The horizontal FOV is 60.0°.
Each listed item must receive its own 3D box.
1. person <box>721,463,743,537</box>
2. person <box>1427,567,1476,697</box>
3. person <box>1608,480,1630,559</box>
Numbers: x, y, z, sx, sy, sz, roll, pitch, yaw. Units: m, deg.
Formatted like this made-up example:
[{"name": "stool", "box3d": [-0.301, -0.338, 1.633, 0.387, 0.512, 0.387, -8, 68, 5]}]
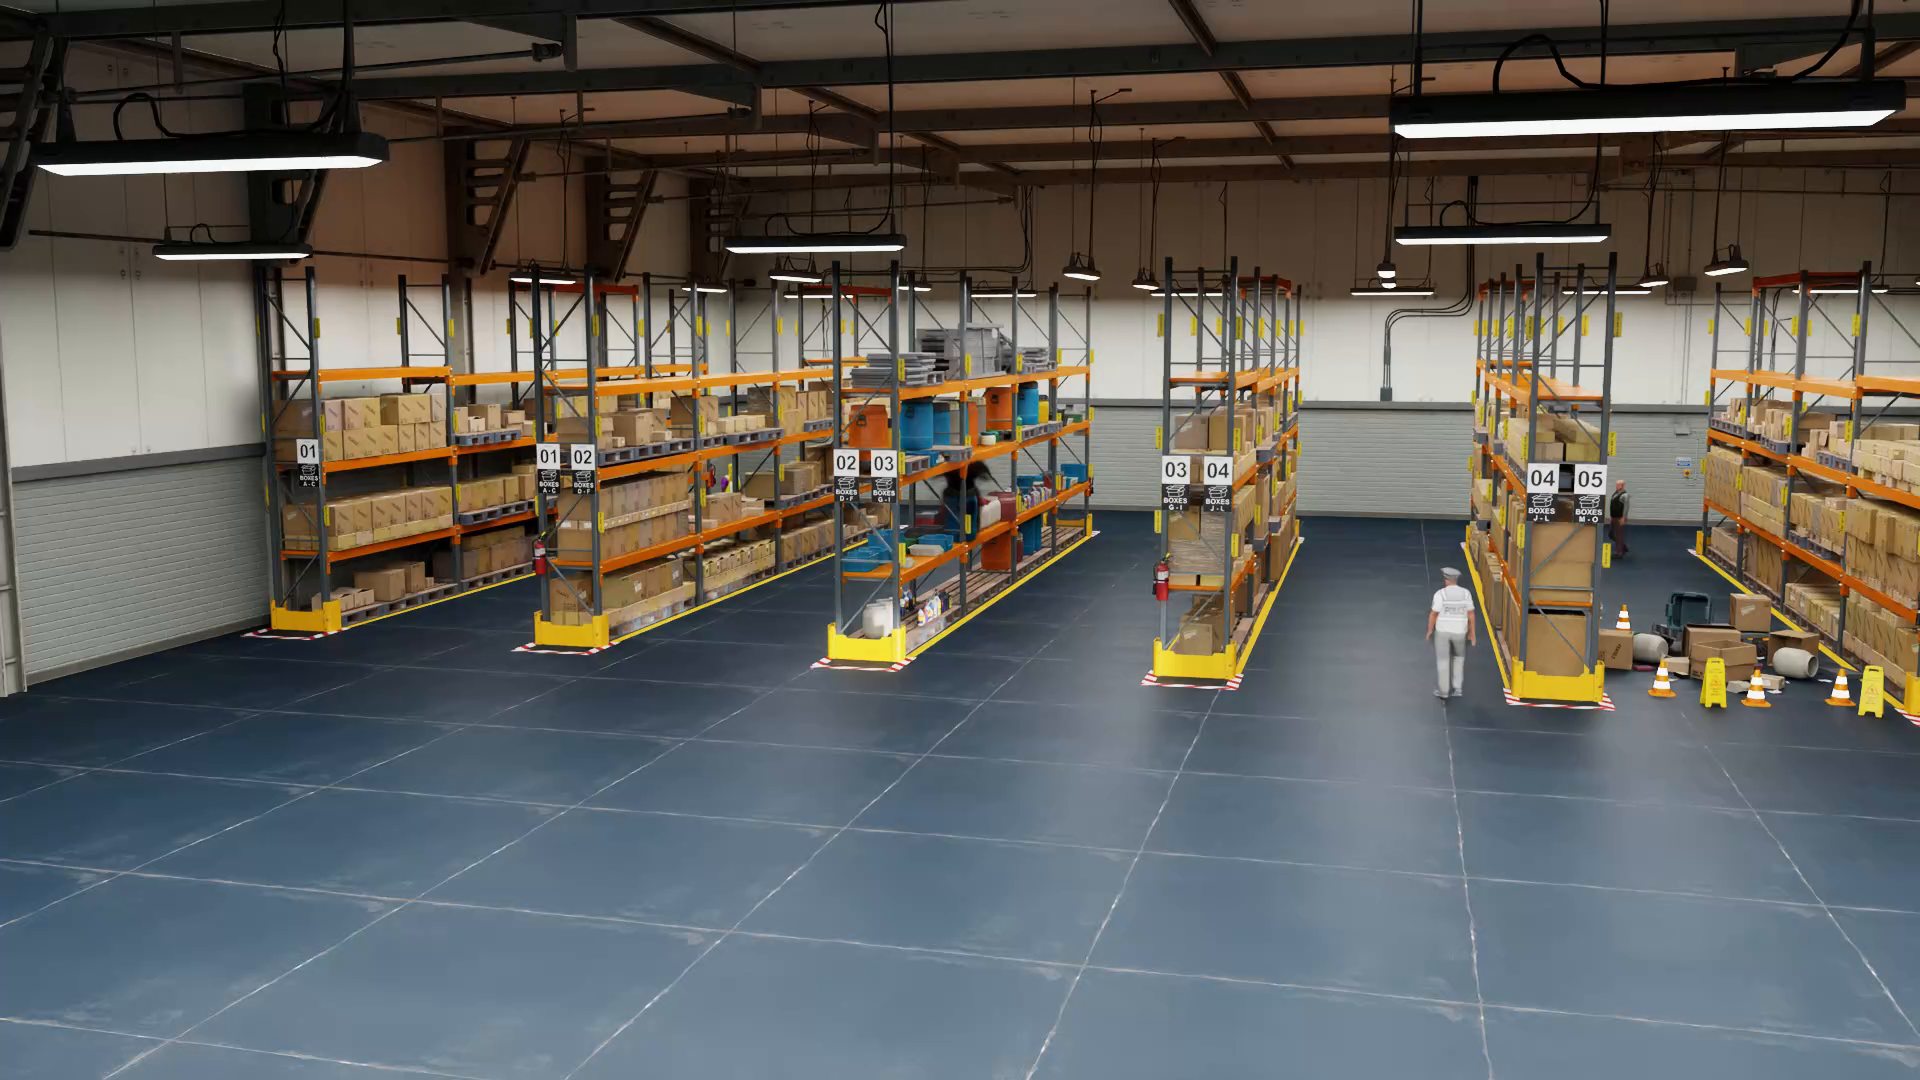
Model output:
[{"name": "person", "box3d": [-5.454, -0.968, 40.218, 0.484, 1.771, 0.603, 4, 8, 26]}, {"name": "person", "box3d": [6.688, 1.309, 22.615, 0.647, 1.843, 0.550, 2, 7, 12]}, {"name": "person", "box3d": [14.429, -0.460, 36.342, 0.449, 1.718, 0.564, 2, 8, 15]}]
